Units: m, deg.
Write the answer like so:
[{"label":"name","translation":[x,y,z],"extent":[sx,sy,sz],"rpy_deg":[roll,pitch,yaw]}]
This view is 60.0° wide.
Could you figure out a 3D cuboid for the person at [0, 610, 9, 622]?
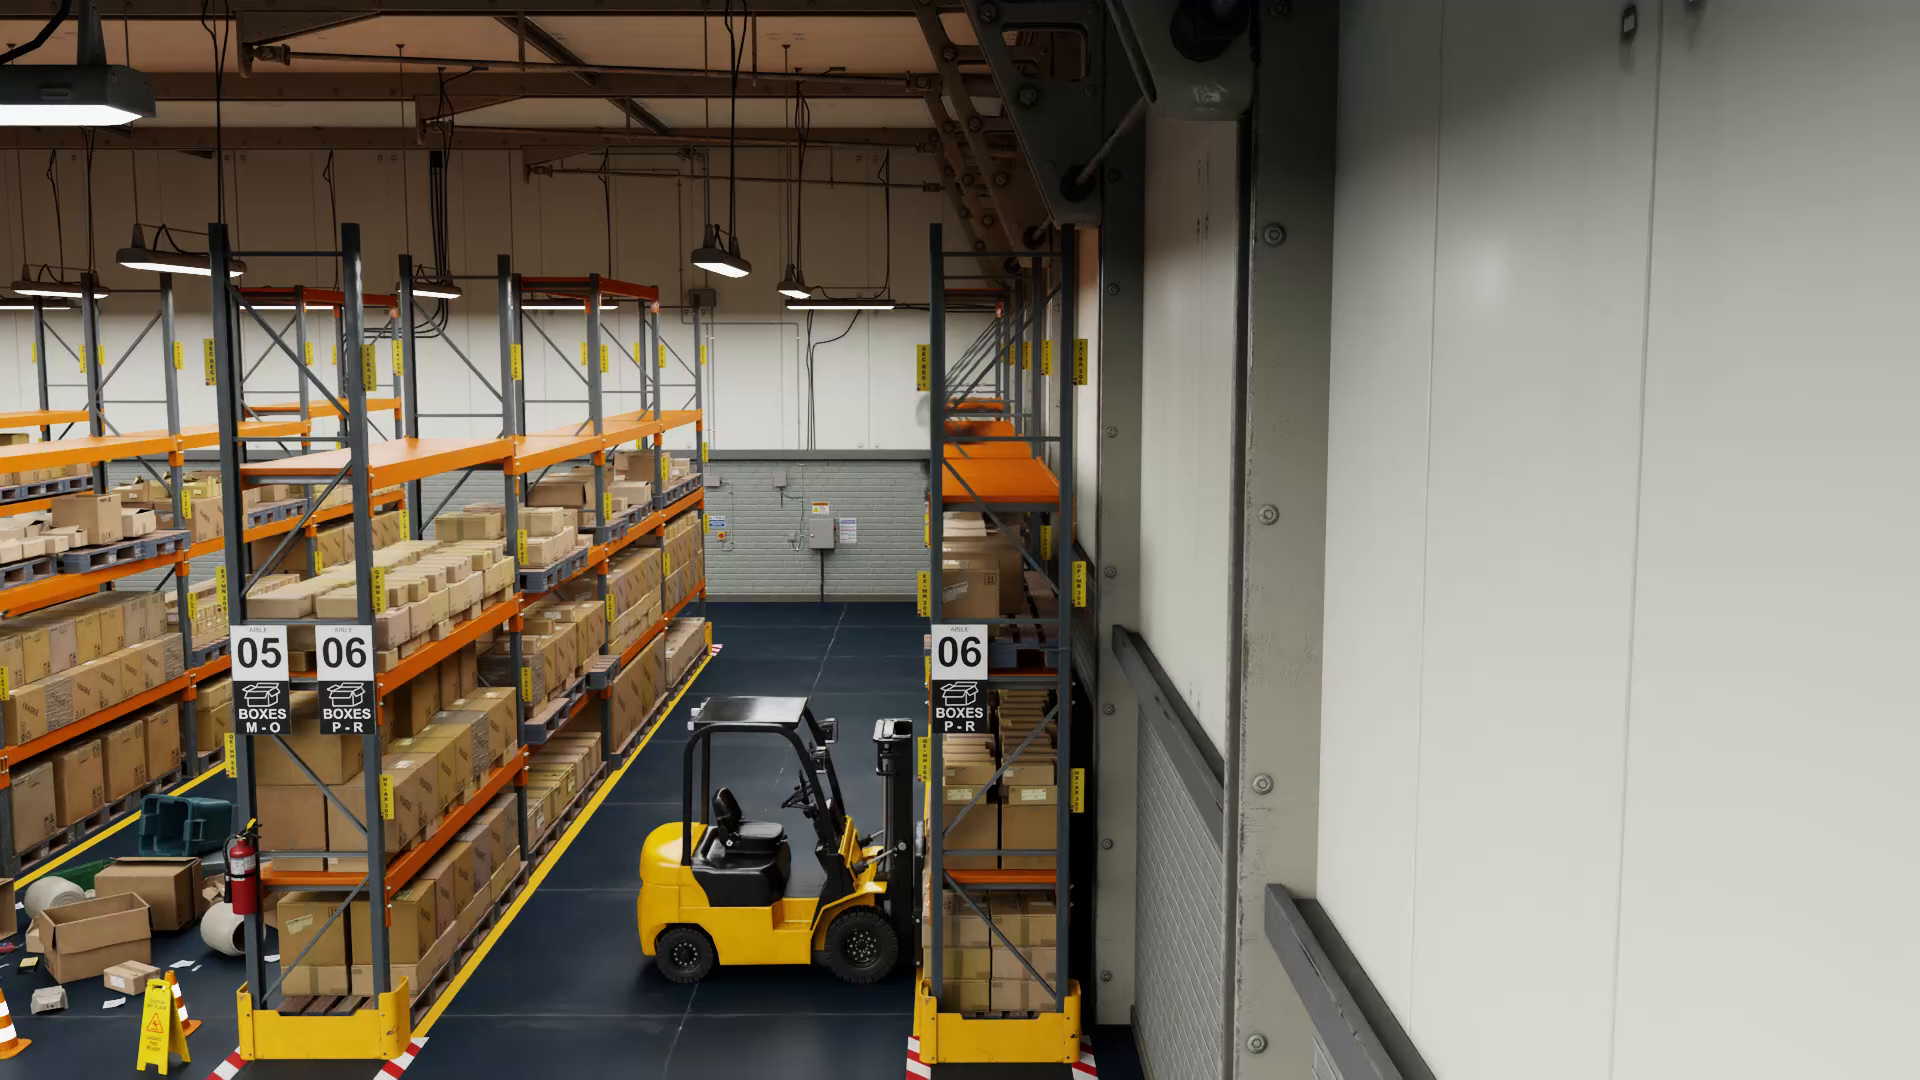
[{"label":"person","translation":[-12.739,1.730,22.098],"extent":[0.612,1.703,0.919],"rpy_deg":[-1,7,-10]}]
